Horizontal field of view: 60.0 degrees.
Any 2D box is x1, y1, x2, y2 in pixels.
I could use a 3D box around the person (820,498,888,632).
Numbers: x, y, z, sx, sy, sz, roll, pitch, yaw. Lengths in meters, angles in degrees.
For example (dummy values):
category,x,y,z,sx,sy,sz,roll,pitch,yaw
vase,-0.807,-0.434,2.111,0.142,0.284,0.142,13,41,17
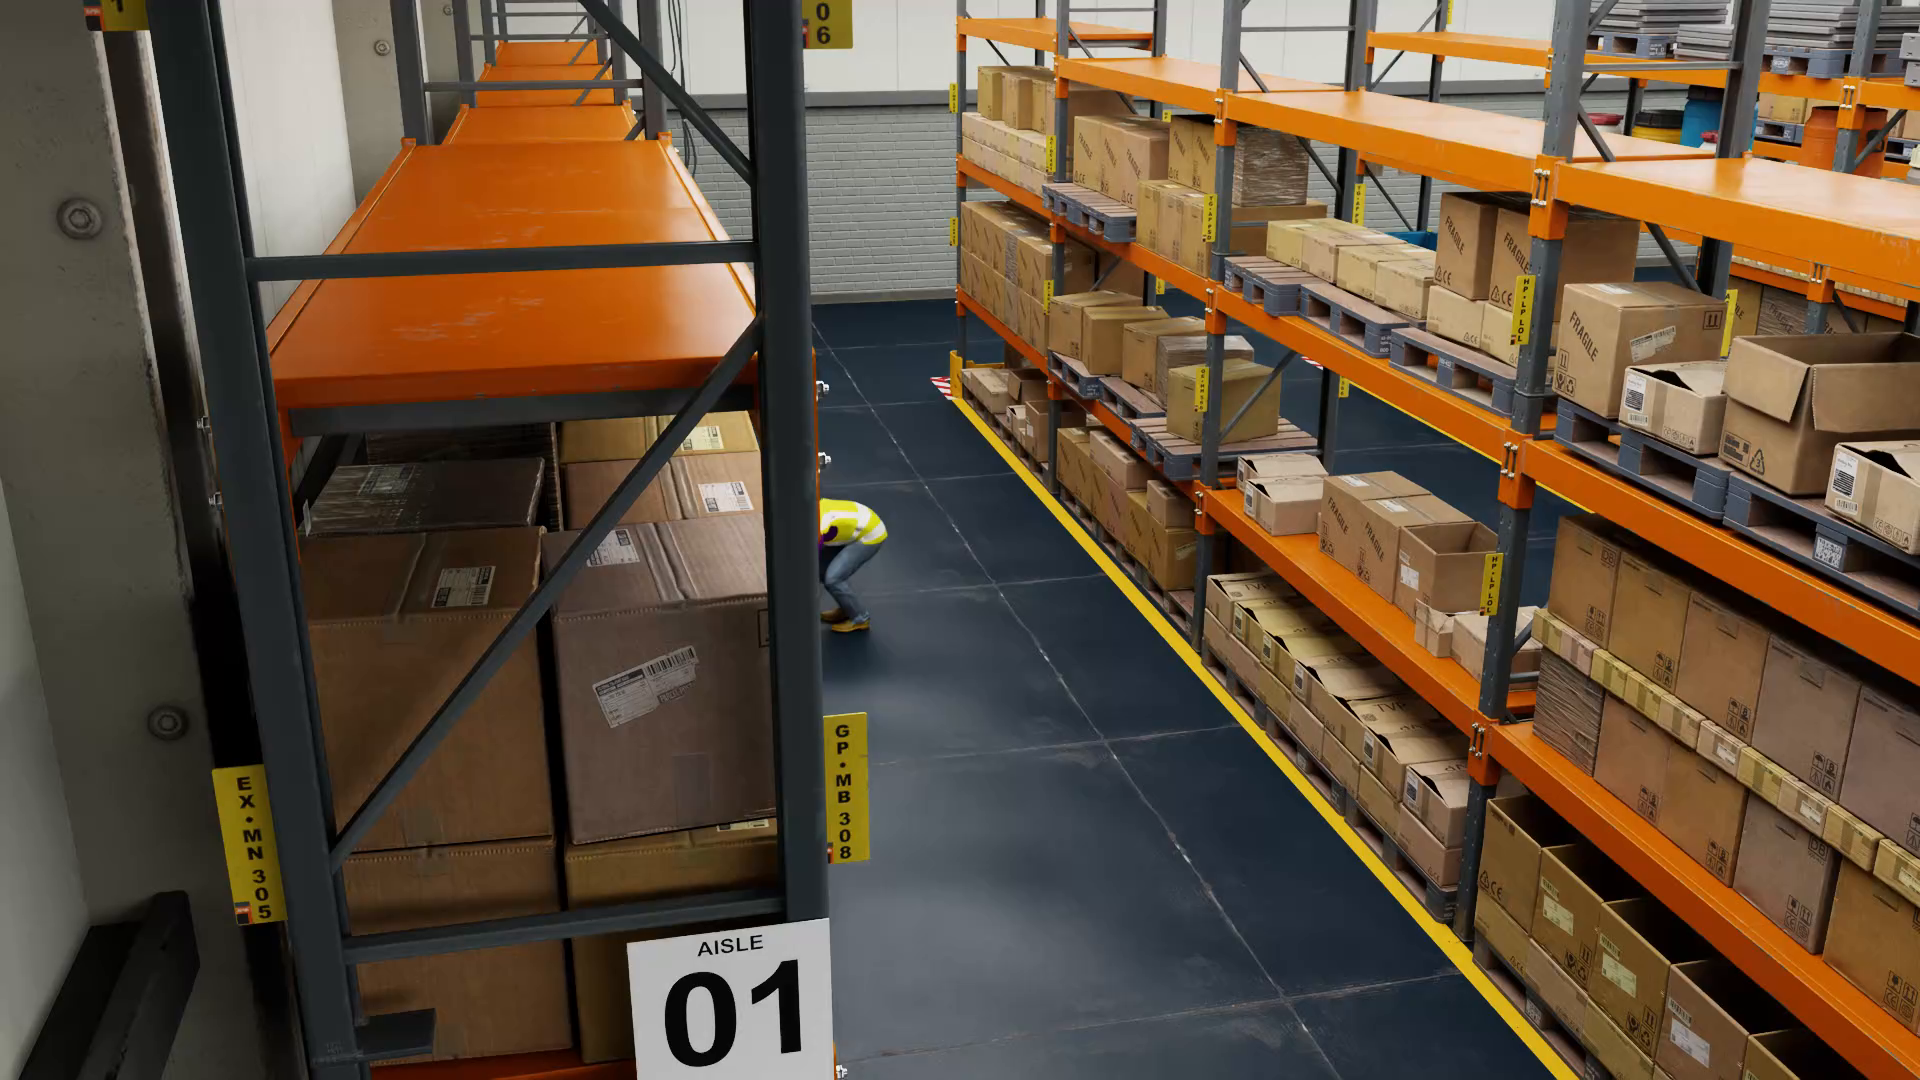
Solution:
category,x,y,z,sx,sy,sz,roll,pitch,yaw
person,8.576,-0.020,10.260,17.629,3.195,10.447,-5,20,-15
